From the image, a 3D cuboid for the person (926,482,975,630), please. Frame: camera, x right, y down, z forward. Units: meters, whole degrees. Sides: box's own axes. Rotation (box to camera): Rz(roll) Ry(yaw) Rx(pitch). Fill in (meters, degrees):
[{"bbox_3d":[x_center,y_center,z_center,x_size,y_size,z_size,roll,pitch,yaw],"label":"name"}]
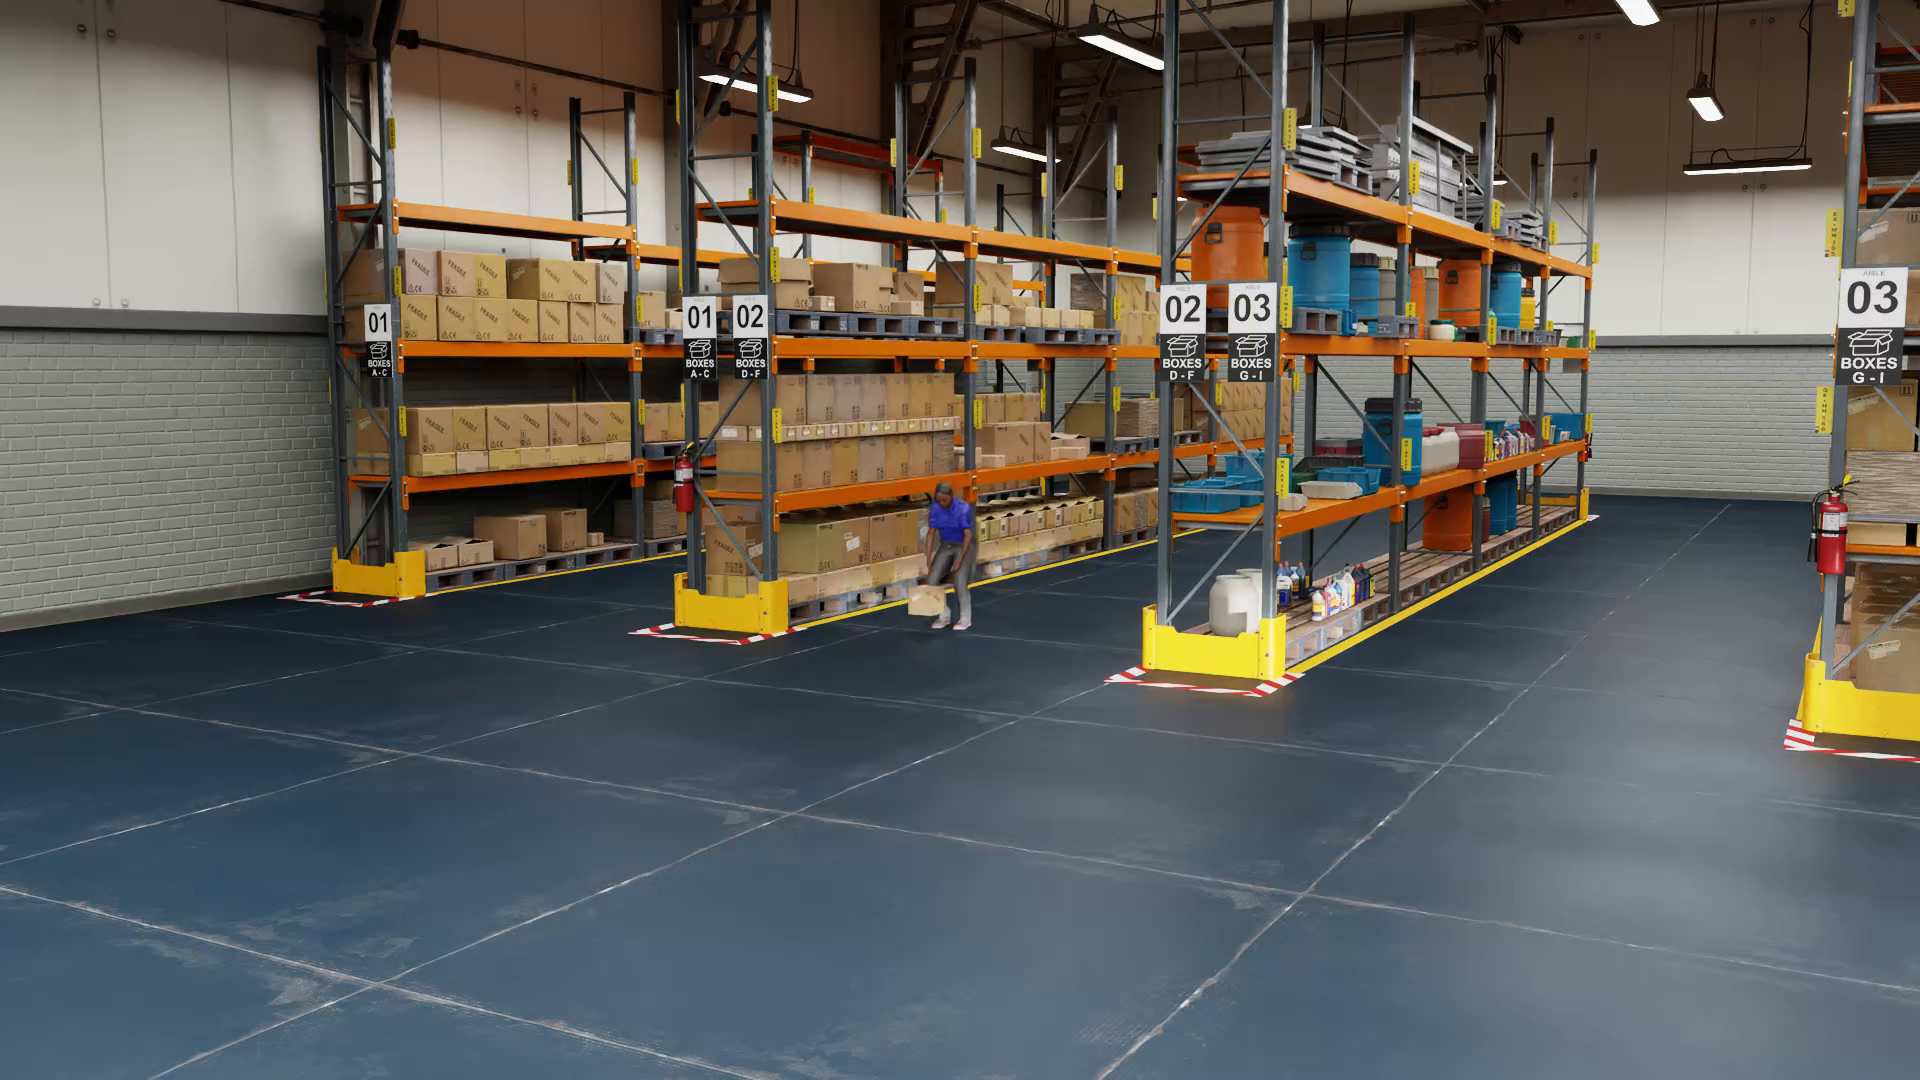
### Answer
[{"bbox_3d":[-0.069,0.146,16.098,0.492,1.442,0.576,3,7,29],"label":"person"}]
